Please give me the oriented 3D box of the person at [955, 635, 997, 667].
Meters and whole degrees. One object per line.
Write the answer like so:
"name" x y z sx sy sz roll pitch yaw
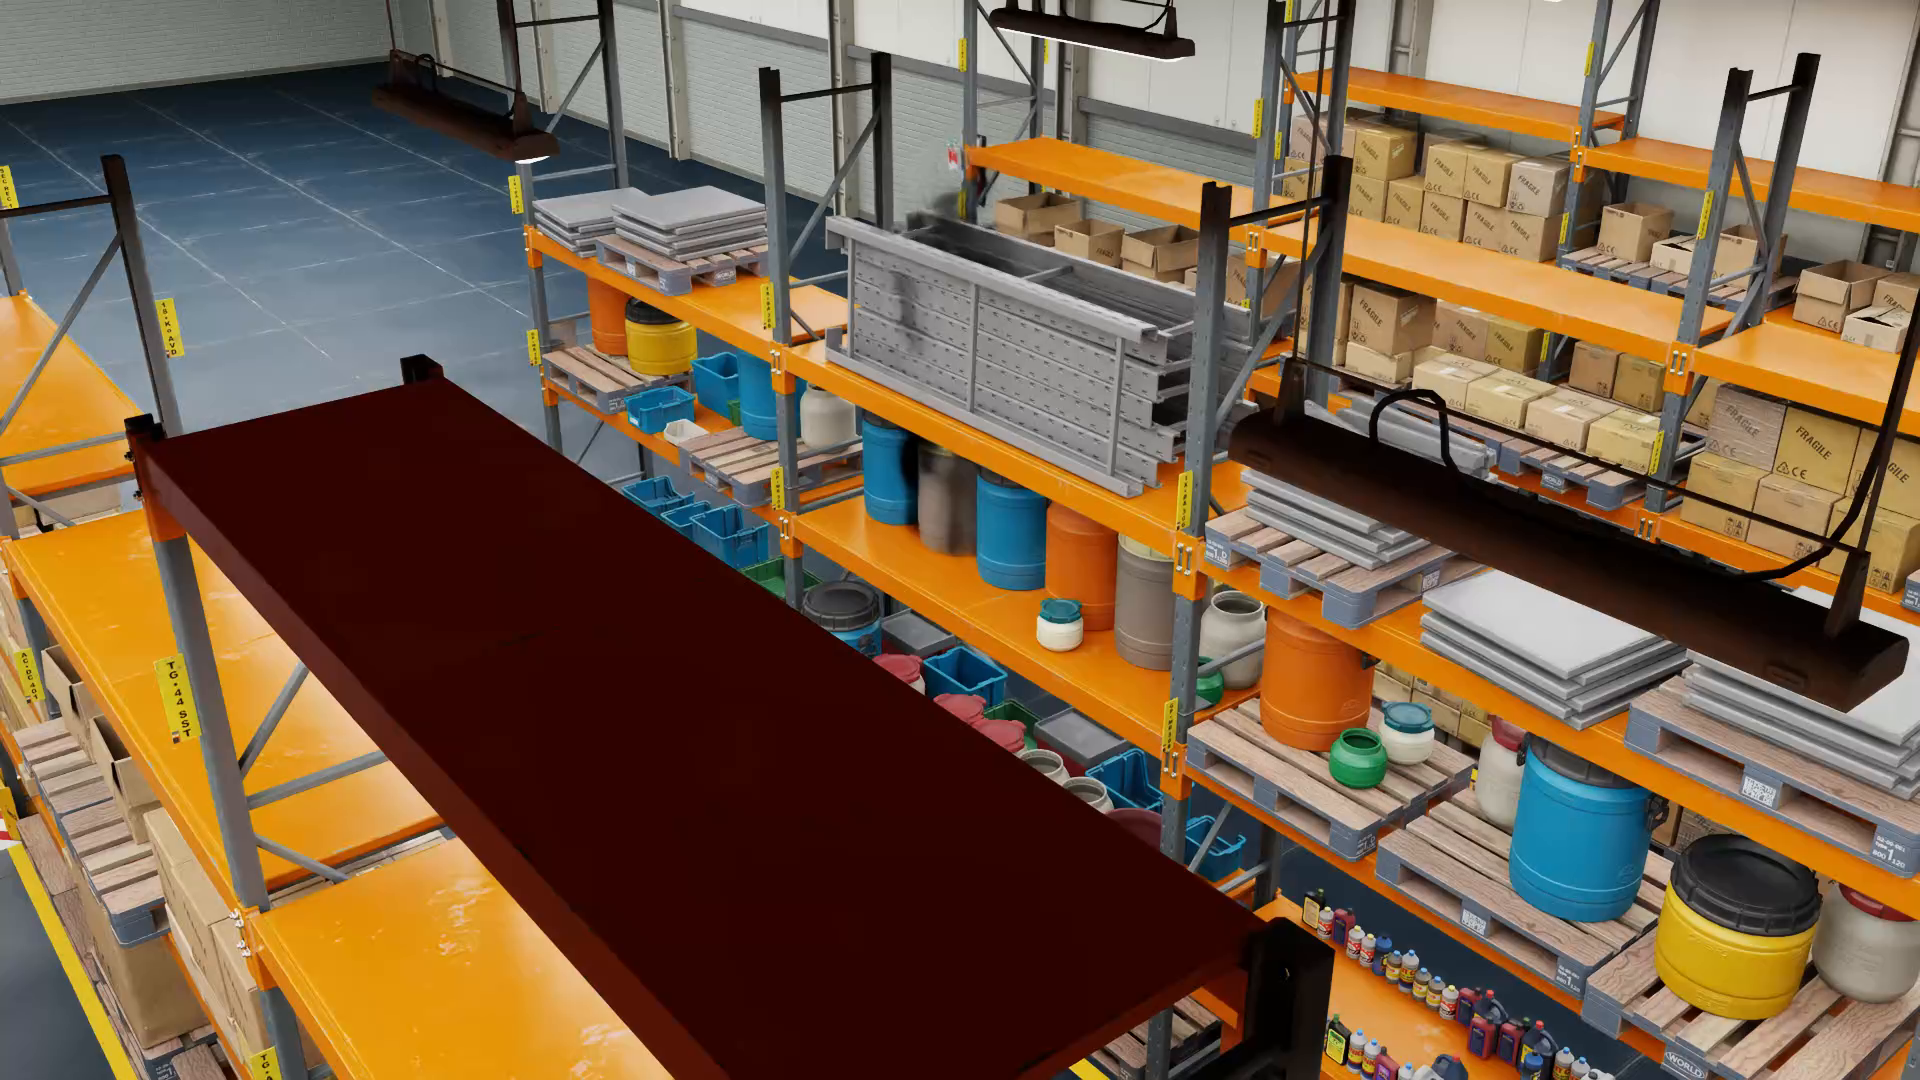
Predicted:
"person" -0.032 0.574 15.044 0.936 1.769 0.661 23 34 39
